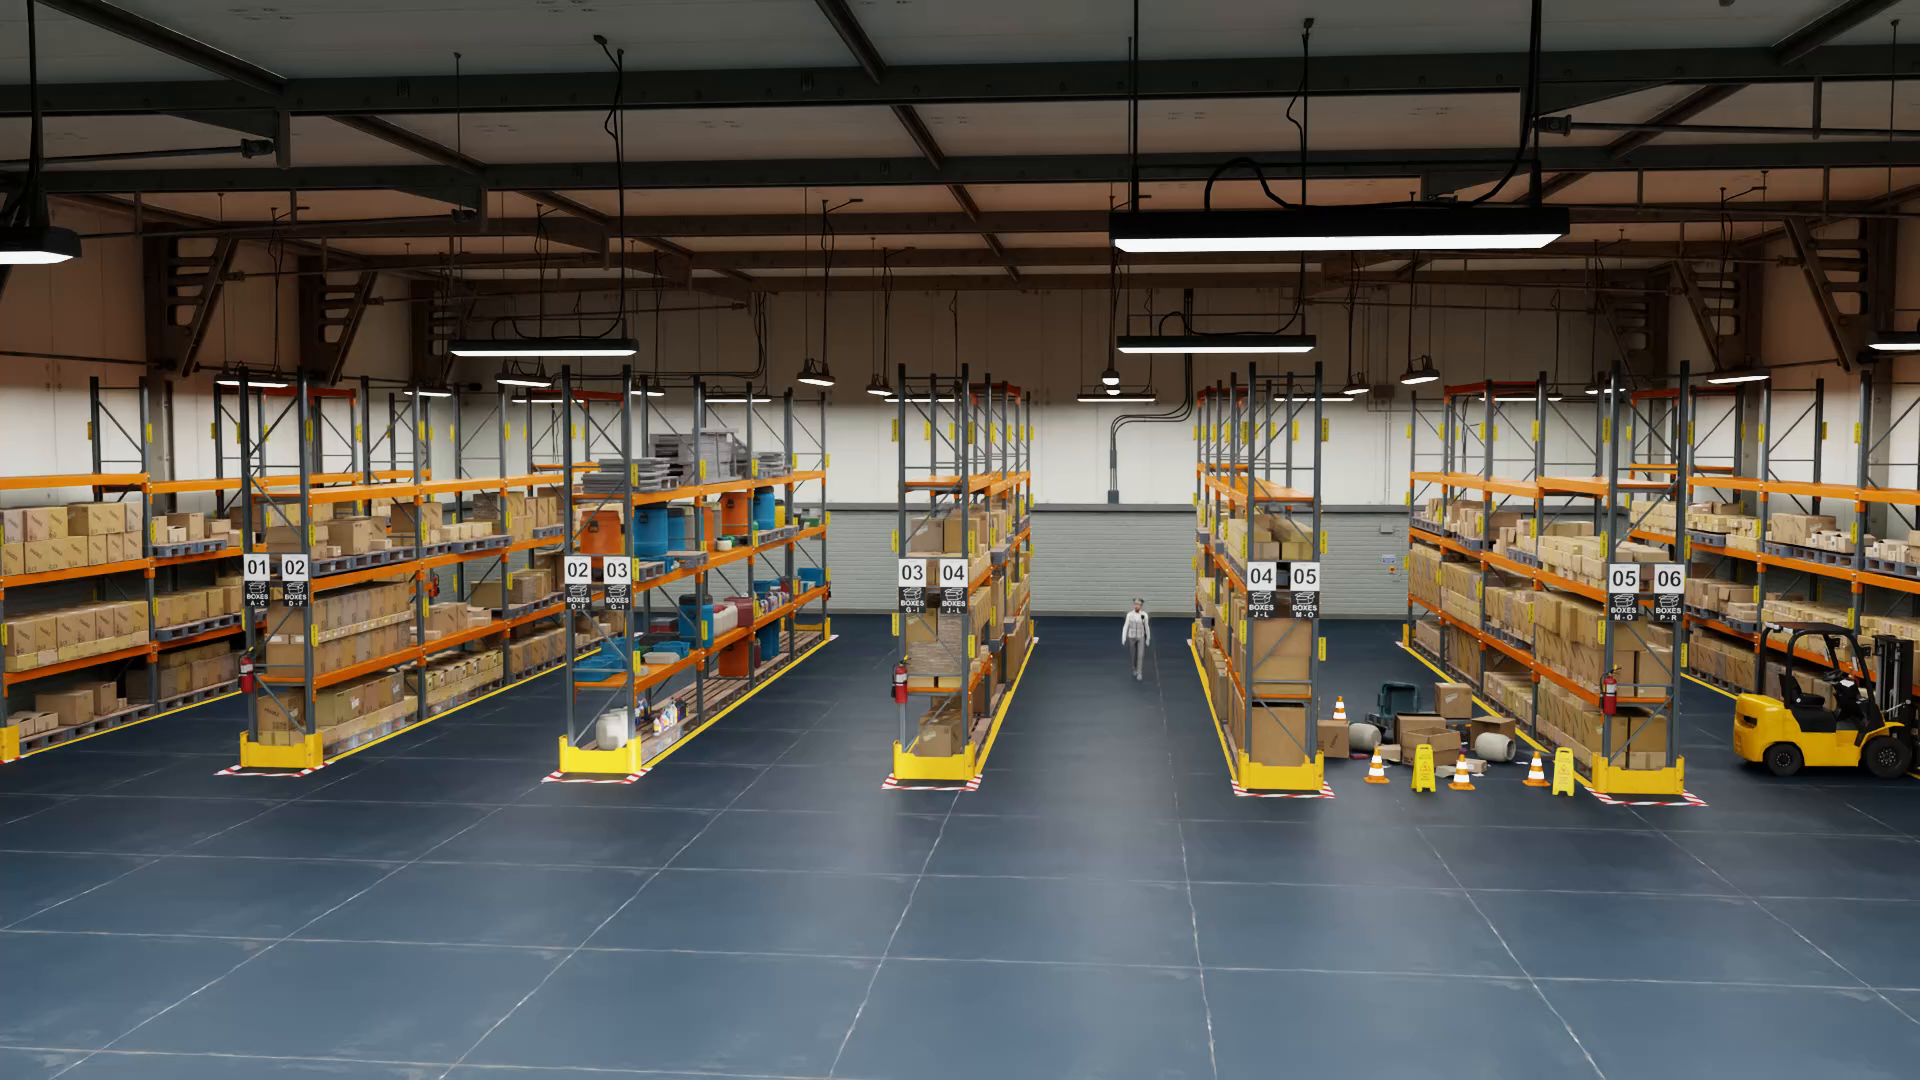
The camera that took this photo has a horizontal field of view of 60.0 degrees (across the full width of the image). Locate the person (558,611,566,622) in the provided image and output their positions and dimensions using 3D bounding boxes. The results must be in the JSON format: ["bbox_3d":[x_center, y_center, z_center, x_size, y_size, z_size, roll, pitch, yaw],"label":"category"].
[{"bbox_3d":[-10.590,1.352,43.868,0.666,1.680,0.656,1,4,16],"label":"person"}]

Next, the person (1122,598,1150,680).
[{"bbox_3d":[3.584,1.995,33.826,0.548,1.621,0.996,1,4,10],"label":"person"}]
